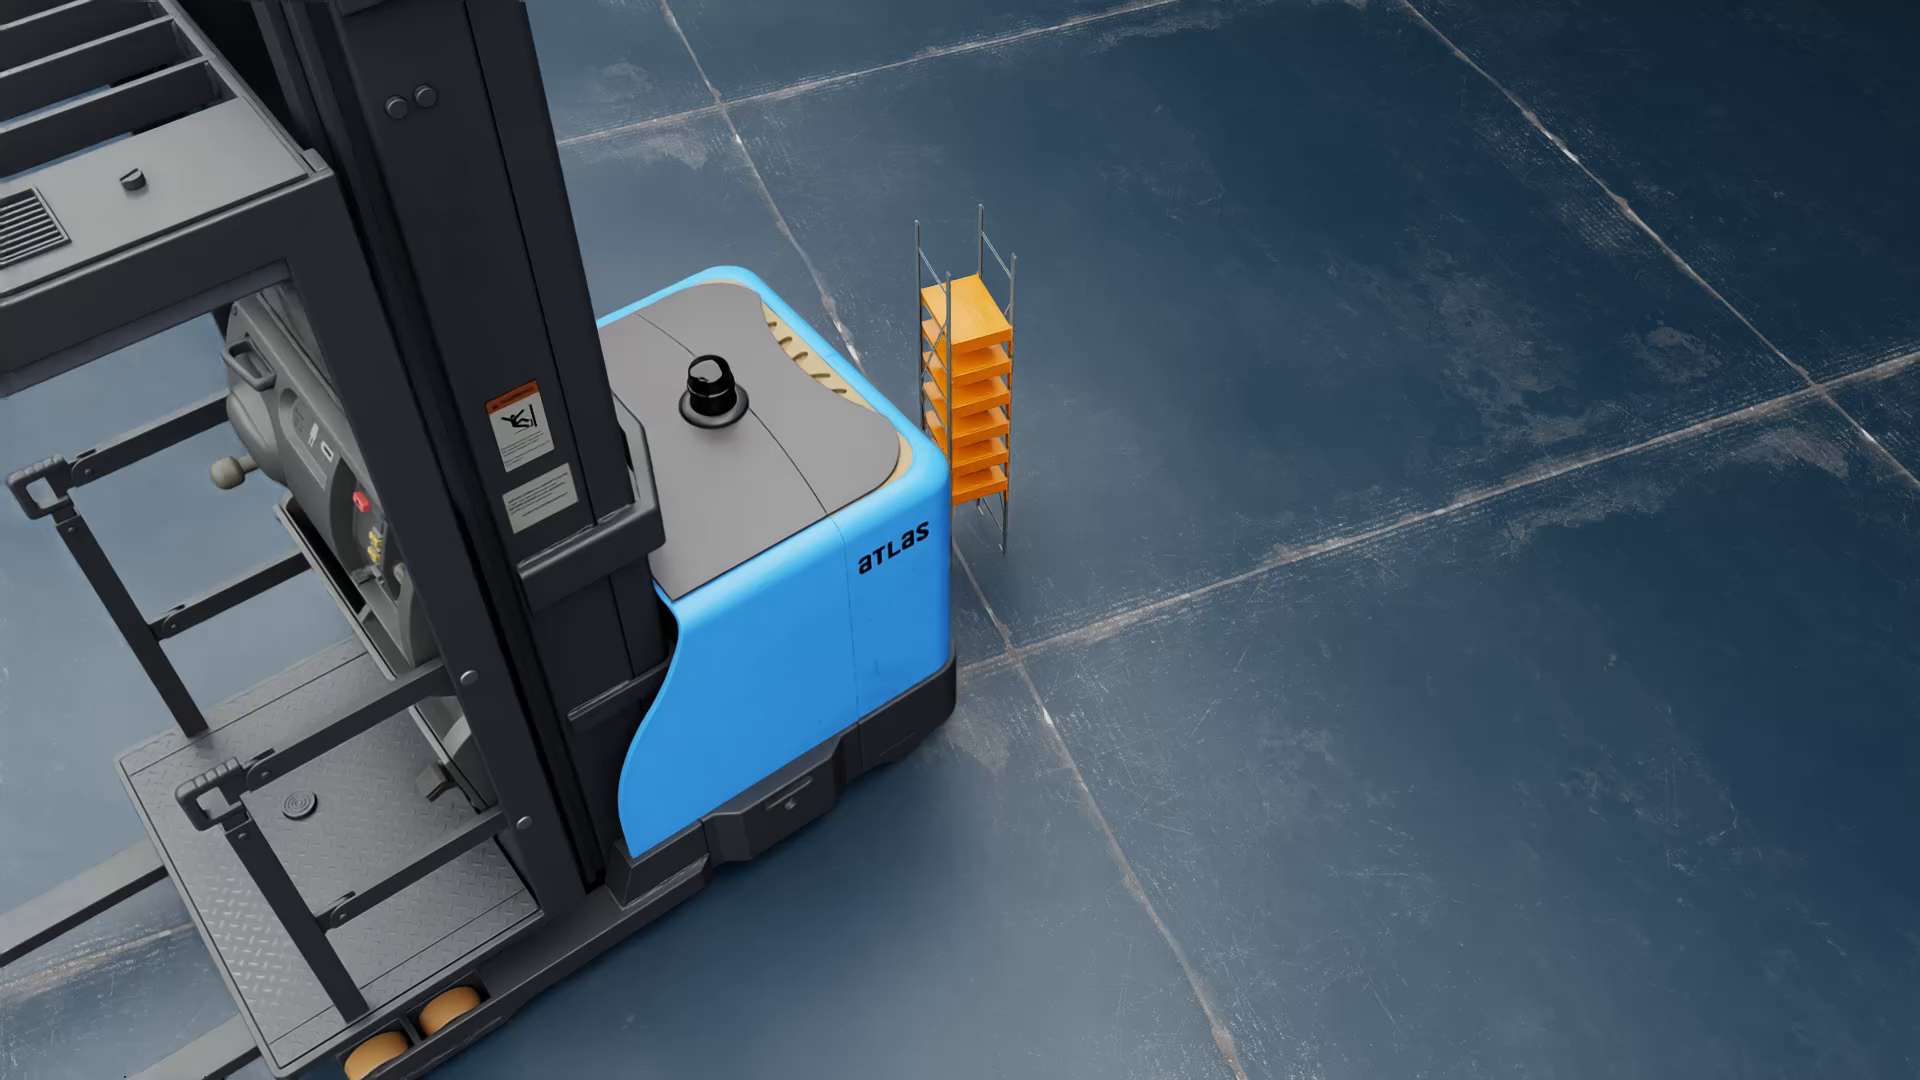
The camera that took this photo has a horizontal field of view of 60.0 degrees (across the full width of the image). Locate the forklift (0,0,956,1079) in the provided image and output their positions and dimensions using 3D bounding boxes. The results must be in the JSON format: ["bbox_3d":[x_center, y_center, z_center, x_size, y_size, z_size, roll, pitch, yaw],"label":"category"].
[{"bbox_3d":[-1.488,-0.052,3.363,3.031,2.935,1.130,-30,56,-23],"label":"forklift"}]

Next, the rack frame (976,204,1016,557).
[{"bbox_3d":[0.098,-0.421,4.821,0.006,1.200,0.240,-17,52,-14],"label":"rack frame"}]

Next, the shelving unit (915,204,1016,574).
[{"bbox_3d":[0.013,-0.395,4.798,0.189,1.200,0.258,-17,52,-14],"label":"shelving unit"}]

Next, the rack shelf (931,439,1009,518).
[{"bbox_3d":[0.013,-0.210,5.014,0.180,0.103,0.258,-17,52,-14],"label":"rack shelf"}]

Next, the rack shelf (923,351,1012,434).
[{"bbox_3d":[0.013,-0.444,4.741,0.180,0.103,0.258,-17,52,-14],"label":"rack shelf"}]

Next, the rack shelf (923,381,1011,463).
[{"bbox_3d":[0.013,-0.366,4.832,0.180,0.103,0.258,-17,52,-14],"label":"rack shelf"}]

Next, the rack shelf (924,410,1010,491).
[{"bbox_3d":[0.013,-0.288,4.923,0.180,0.103,0.258,-17,52,-14],"label":"rack shelf"}]

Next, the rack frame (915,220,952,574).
[{"bbox_3d":[-0.071,-0.369,4.776,0.006,1.200,0.240,-17,52,-14],"label":"rack frame"}]

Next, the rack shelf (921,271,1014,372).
[{"bbox_3d":[0.013,-0.601,4.559,0.180,0.103,0.258,-17,52,-14],"label":"rack shelf"}]

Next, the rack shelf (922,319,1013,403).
[{"bbox_3d":[0.013,-0.522,4.650,0.180,0.103,0.258,-17,52,-14],"label":"rack shelf"}]
